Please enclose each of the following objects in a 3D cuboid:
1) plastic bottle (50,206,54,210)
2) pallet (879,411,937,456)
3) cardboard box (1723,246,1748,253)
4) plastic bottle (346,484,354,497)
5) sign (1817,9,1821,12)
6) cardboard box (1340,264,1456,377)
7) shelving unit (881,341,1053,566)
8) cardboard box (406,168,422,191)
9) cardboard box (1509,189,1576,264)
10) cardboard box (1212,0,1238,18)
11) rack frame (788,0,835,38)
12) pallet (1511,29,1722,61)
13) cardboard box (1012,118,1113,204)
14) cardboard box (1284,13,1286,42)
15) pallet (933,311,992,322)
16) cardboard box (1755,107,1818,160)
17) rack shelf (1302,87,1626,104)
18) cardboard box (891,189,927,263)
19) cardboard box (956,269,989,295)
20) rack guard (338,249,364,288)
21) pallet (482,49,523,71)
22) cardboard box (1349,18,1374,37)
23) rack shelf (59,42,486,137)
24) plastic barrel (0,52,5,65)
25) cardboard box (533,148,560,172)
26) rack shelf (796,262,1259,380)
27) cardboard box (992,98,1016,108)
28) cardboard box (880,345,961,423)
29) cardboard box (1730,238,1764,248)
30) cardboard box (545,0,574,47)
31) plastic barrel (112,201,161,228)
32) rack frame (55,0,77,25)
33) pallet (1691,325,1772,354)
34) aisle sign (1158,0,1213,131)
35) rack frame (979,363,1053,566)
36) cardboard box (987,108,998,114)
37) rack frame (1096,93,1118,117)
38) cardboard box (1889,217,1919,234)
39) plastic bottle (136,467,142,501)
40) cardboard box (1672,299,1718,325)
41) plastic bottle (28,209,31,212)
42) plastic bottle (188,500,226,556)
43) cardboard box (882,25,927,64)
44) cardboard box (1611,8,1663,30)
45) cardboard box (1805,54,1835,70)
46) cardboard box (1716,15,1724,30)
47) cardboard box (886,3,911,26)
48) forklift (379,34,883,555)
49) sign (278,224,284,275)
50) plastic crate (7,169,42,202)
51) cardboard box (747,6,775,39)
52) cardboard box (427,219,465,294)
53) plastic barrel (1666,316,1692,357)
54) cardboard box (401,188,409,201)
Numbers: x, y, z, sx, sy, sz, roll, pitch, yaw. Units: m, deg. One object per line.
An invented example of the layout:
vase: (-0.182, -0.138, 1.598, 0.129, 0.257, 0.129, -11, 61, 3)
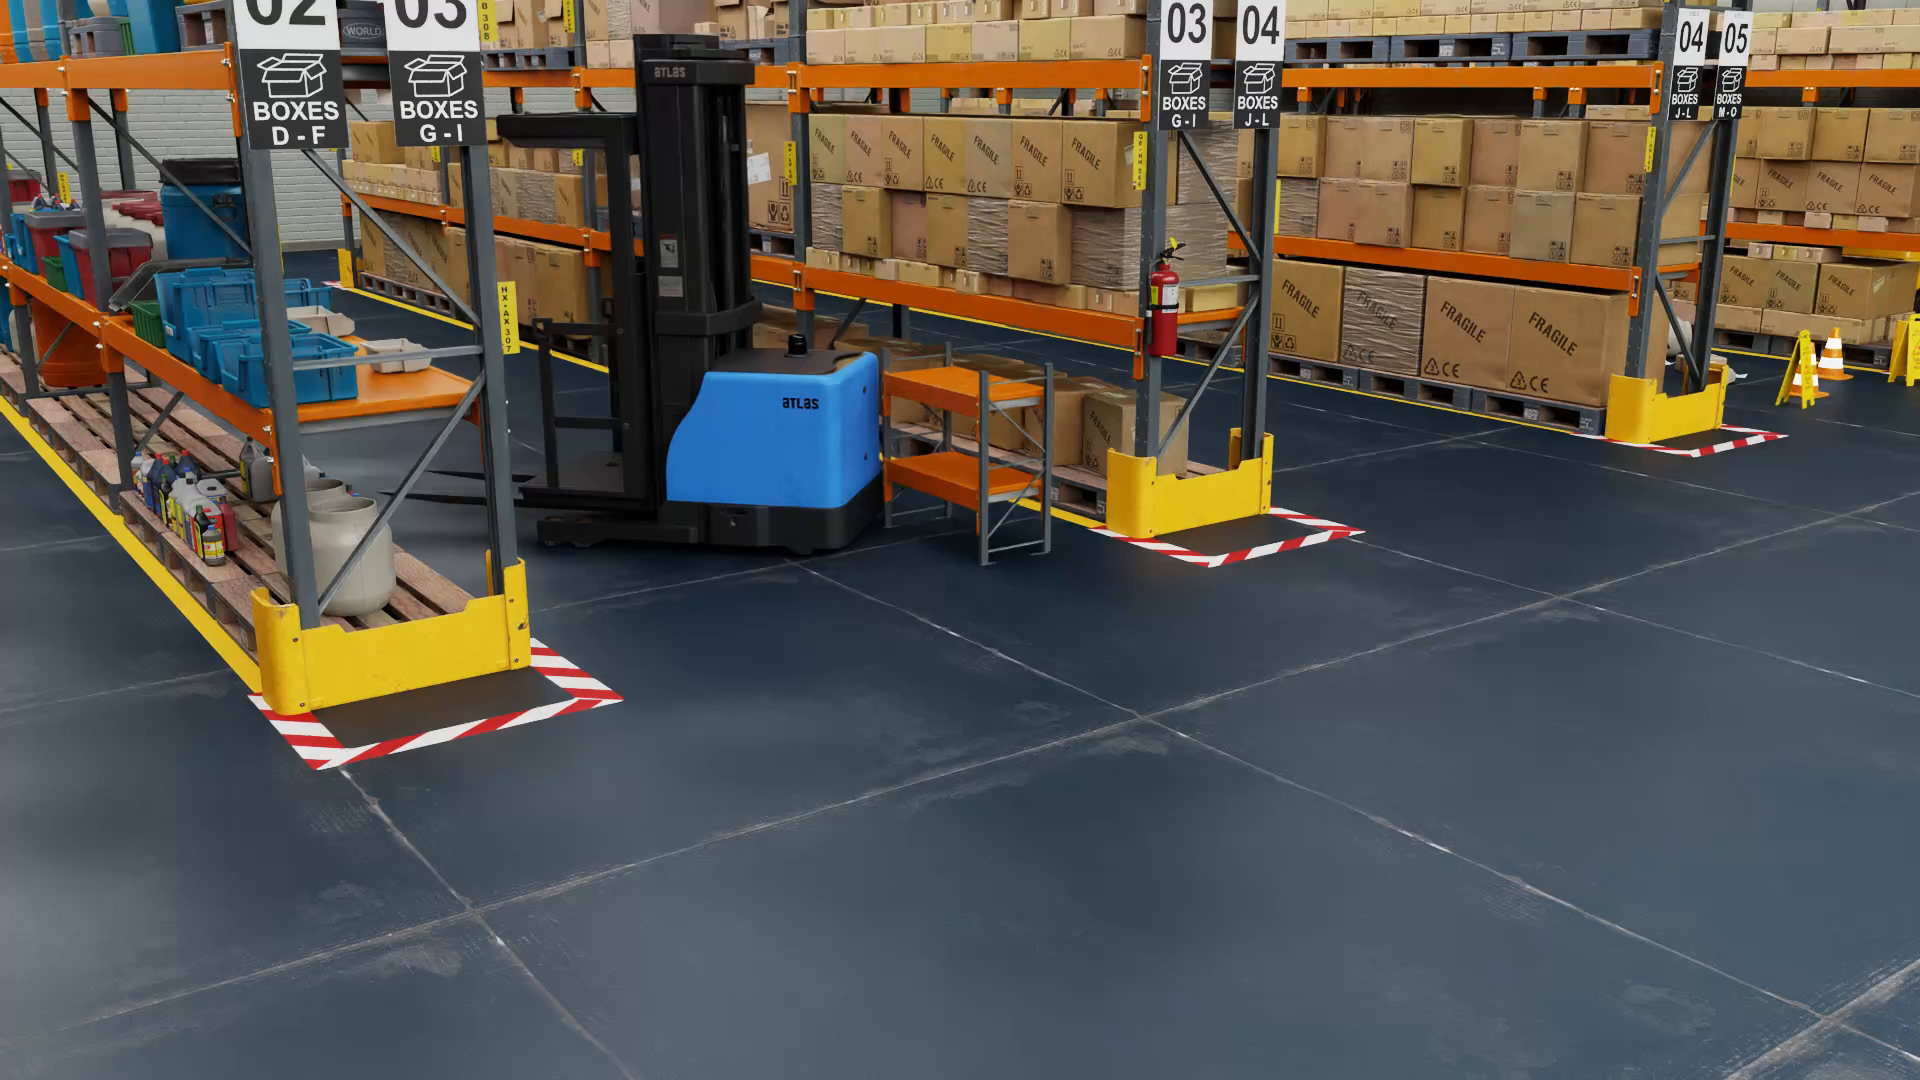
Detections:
plastic bottle: (-8.433, -2.969, 15.487, 0.097, 0.271, 0.097, 0, 15, 0)
pallet: (-0.429, -0.930, 13.076, 1.003, 0.211, 1.213, -11, 19, -35)
cardboard box: (8.330, -2.888, 17.938, 0.500, 0.500, 0.500, -10, 18, -32)
plastic bottle: (-3.439, -0.179, 9.361, 0.061, 0.283, 0.133, -10, 18, -34)
sign: (10.743, -6.484, 20.828, 0.100, 0.325, 0.005, -11, 19, -35)
cardboard box: (4.065, -2.002, 14.939, 0.875, 0.875, 0.875, -11, 19, -34)
shelving unit: (0.028, -0.542, 9.924, 0.538, 1.125, 1.048, -11, 19, -34)
cardboard box: (-6.334, -4.356, 20.032, 0.500, 0.250, 0.500, -10, 18, -33)
cardboard box: (4.975, -2.566, 13.486, 0.875, 0.550, 0.550, -11, 19, -35)
cardboard box: (1.525, -3.221, 10.008, 0.380, 0.149, 0.250, -11, 19, -35)
rack frame: (-0.852, -5.307, 12.420, 1.000, 3.000, 0.127, -11, 19, -35)
pallet: (5.126, -3.868, 13.013, 1.003, 0.211, 1.213, -11, 19, -35)
cardboard box: (0.677, -2.418, 10.582, 0.500, 0.500, 0.500, -11, 19, -35)
cardboard box: (3.066, -4.962, 16.111, 0.258, 0.266, 0.396, -11, 19, -35)
pallet: (0.409, -2.838, 20.045, 1.003, 0.211, 1.213, -11, 19, -35)
cardboard box: (8.364, -4.049, 16.540, 0.700, 0.500, 0.500, -11, 19, -35)
rack shelf: (5.988, -5.478, 20.091, 1.077, 0.370, 4.000, -11, 19, -35)
cardboard box: (0.003, -2.296, 12.030, 0.875, 0.500, 0.500, -11, 19, -35)
cardboard box: (0.198, -1.771, 11.340, 0.380, 0.149, 0.250, -11, 19, -35)
rack guard: (-7.922, -3.775, 22.923, 1.175, 0.500, 0.348, -11, 19, -35)
pallet: (-4.286, -4.991, 17.304, 1.003, 0.211, 1.213, -10, 18, -32)
cardboard box: (3.604, -4.446, 14.445, 0.380, 0.149, 0.250, -11, 19, -35)
rack shelf: (-3.683, -2.317, 8.541, 1.077, 0.370, 4.000, -11, 19, -35)
plastic barrel: (-6.903, -3.978, 12.297, 0.600, 0.901, 0.600, 0, 15, 0)
cardboard box: (-4.002, -4.098, 17.276, 0.797, 0.503, 0.637, -10, 18, -33)
rack shelf: (0.323, -1.639, 11.746, 1.077, 0.370, 4.000, -11, 19, -35)
cardboard box: (0.731, -7.019, 26.727, 0.380, 0.149, 0.250, -11, 19, -34)
cardboard box: (-0.307, -1.197, 12.709, 0.500, 0.500, 0.500, -5, 16, -17)
cardboard box: (10.861, -3.890, 22.308, 0.875, 0.625, 0.625, -10, 18, -32)
cardboard box: (-3.621, -5.086, 16.302, 0.797, 0.503, 0.637, -10, 18, -31)
plastic barrel: (-5.930, -2.197, 12.166, 0.433, 0.535, 0.433, 0, 15, 0)
rack frame: (-4.859, -4.538, 9.611, 1.000, 3.000, 0.127, -11, 19, -35)
pallet: (8.308, -2.208, 17.743, 1.003, 0.211, 1.213, -11, 19, -35)
aisle sign: (1.293, -2.753, 9.529, 0.394, 0.787, 0.004, -11, 19, -35)
rack frame: (0.320, -0.432, 9.523, 0.500, 1.125, 0.032, -11, 19, -34)
cardboard box: (0.778, -6.680, 26.716, 0.500, 0.500, 0.500, -11, 19, -35)
rack frame: (2.460, -5.660, 25.073, 1.000, 3.000, 0.127, -11, 19, -35)
cardboard box: (9.123, -3.023, 15.915, 0.380, 0.149, 0.250, -10, 18, -33)
plastic bottle: (-4.966, -0.349, 10.138, 0.097, 0.201, 0.097, 0, 15, 0)
cardboard box: (7.929, -2.435, 17.703, 0.500, 0.250, 0.500, -11, 19, -35)
plastic bottle: (-9.159, -3.200, 16.461, 0.097, 0.201, 0.097, 0, 15, 0)
plastic bottle: (-4.067, -0.071, 8.980, 0.152, 0.276, 0.135, -11, 19, -34)
cardboard box: (-0.196, -3.432, 11.535, 0.500, 0.250, 0.500, -12, 19, -37)
cardboard box: (5.101, -3.902, 12.461, 0.380, 0.149, 0.250, -11, 19, -35)
cardboard box: (8.498, -4.676, 16.273, 0.380, 0.149, 0.250, -11, 19, -35)
cardboard box: (7.895, -5.274, 16.948, 0.380, 0.149, 0.250, -11, 19, -35)
cardboard box: (-0.292, -3.639, 11.537, 0.380, 0.149, 0.250, -11, 19, -36)
forklift: (-2.059, -1.501, 10.008, 3.031, 2.935, 1.130, 3, 16, 11)
sign: (-4.407, -1.861, 10.670, 0.100, 0.325, 0.005, -11, 19, -35)
plastic crate: (-9.885, -3.642, 17.467, 0.402, 0.464, 0.583, -11, 19, -35)
cardboard box: (-1.486, -4.183, 13.455, 0.396, 0.266, 0.258, -10, 18, -33)
cardboard box: (-5.880, -3.453, 20.238, 0.875, 0.875, 0.875, -11, 19, -35)
plastic barrel: (7.076, -2.061, 16.804, 0.512, 0.421, 0.421, 1, 15, 4)
cardboard box: (-6.606, -4.234, 20.341, 0.380, 0.149, 0.250, -10, 18, -34)
